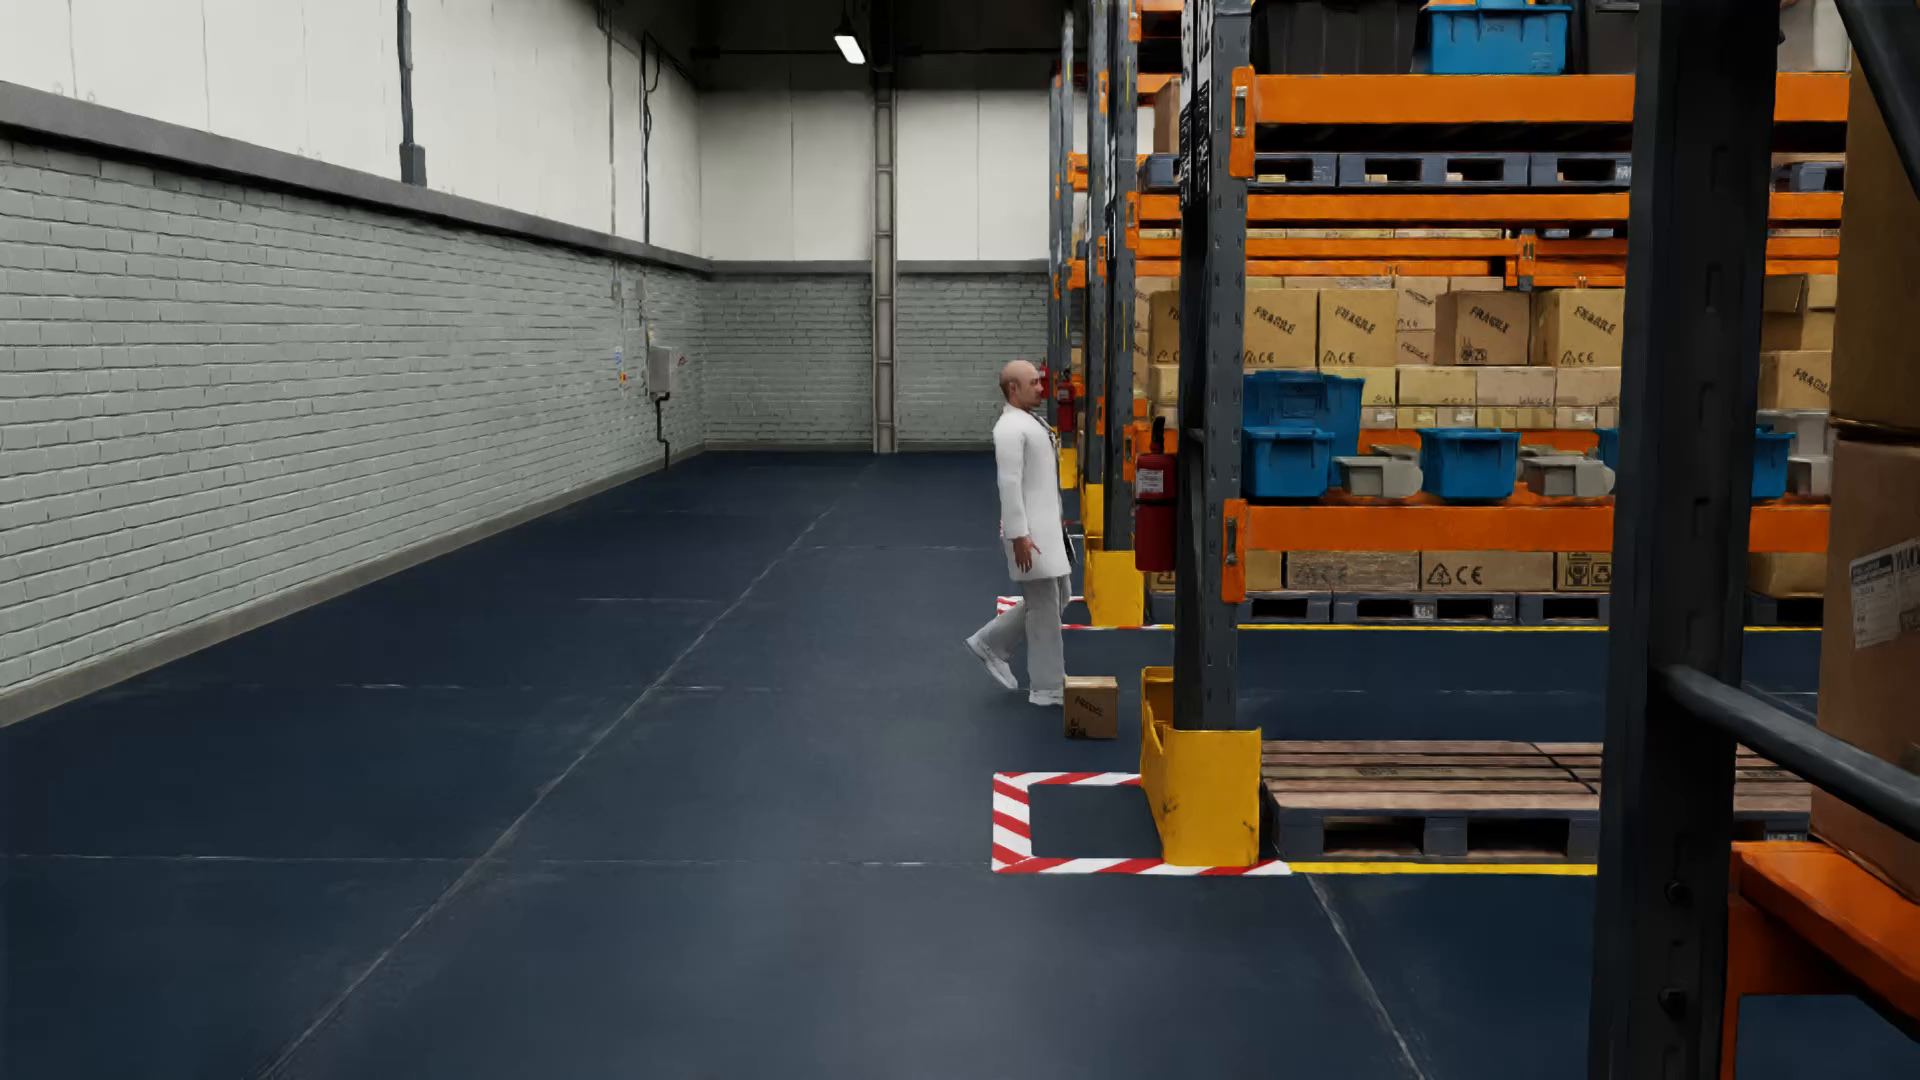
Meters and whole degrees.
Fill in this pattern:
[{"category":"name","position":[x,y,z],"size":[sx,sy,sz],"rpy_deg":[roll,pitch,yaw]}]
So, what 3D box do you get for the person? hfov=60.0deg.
[{"category":"person","position":[0.377,-0.041,8.625],"size":[0.740,1.772,0.629],"rpy_deg":[1,7,12]}]
